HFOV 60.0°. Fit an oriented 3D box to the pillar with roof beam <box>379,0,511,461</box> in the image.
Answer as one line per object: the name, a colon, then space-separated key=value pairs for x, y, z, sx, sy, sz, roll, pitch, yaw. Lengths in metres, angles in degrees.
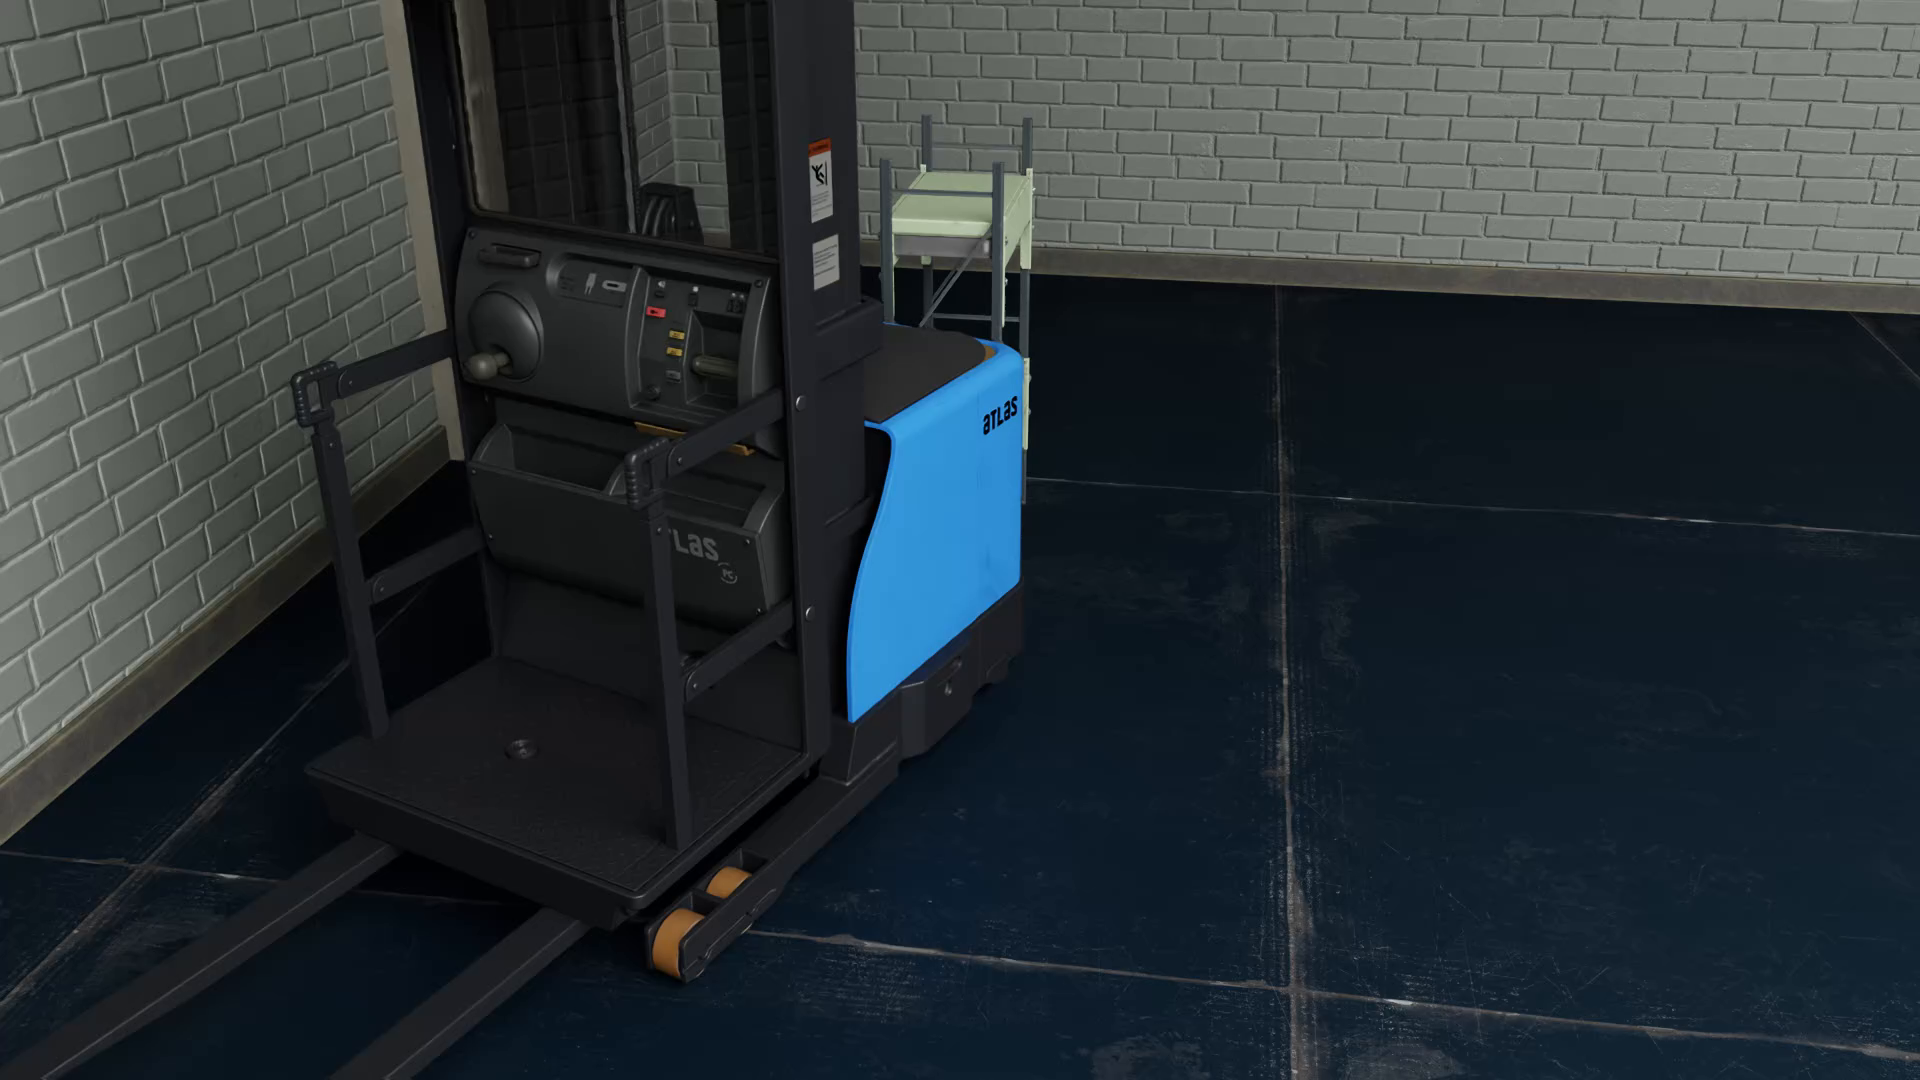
pillar with roof beam: x=2.259 y=-4.189 z=4.584 sx=9.100 sy=9.000 sz=0.400 roll=4 pitch=25 yaw=9

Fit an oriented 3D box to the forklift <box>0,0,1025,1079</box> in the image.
forklift: x=-0.955 y=-0.492 z=3.844 sx=1.130 sy=2.935 sz=3.031 roll=13 pitch=28 yaw=26

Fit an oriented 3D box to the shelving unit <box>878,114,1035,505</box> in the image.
shelving unit: x=0.001 y=-0.682 z=5.938 sx=0.431 sy=1.500 sz=0.755 roll=4 pitch=25 yaw=9

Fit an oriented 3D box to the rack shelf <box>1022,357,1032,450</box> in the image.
rack shelf: x=0.001 y=-0.387 z=6.076 sx=0.431 sy=0.370 sz=0.720 roll=4 pitch=25 yaw=9

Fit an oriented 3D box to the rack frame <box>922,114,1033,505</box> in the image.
rack frame: x=0.061 y=-0.835 z=6.265 sx=0.400 sy=1.500 sz=0.023 roll=4 pitch=25 yaw=9

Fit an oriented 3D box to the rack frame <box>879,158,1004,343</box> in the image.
rack frame: x=-0.059 y=-0.529 z=5.611 sx=0.400 sy=1.500 sz=0.023 roll=4 pitch=25 yaw=9

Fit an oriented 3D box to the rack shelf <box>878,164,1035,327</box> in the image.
rack shelf: x=0.001 y=-1.036 z=5.773 sx=0.431 sy=0.370 sz=0.720 roll=4 pitch=25 yaw=9
